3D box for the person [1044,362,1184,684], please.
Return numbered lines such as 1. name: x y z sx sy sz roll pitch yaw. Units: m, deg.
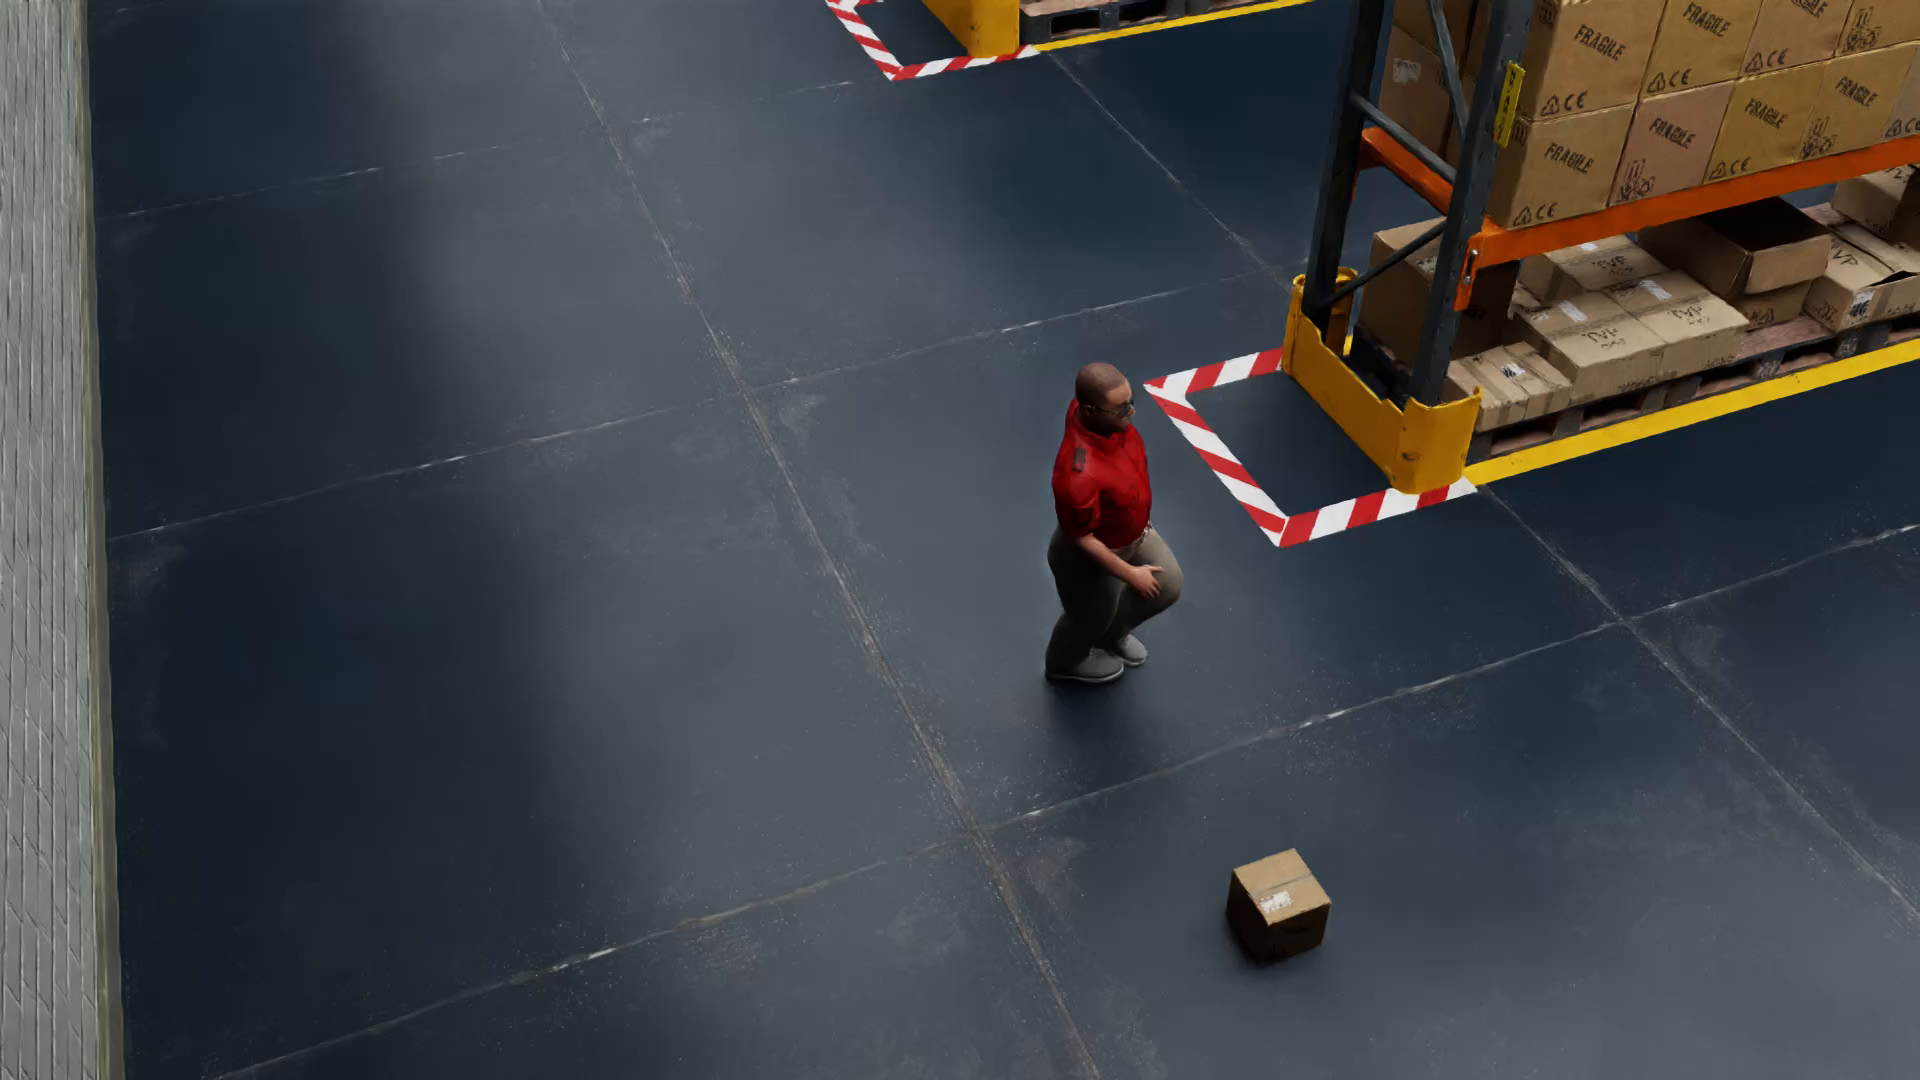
1. person: 0.573 -0.004 6.190 0.520 1.693 0.703 12 43 13
